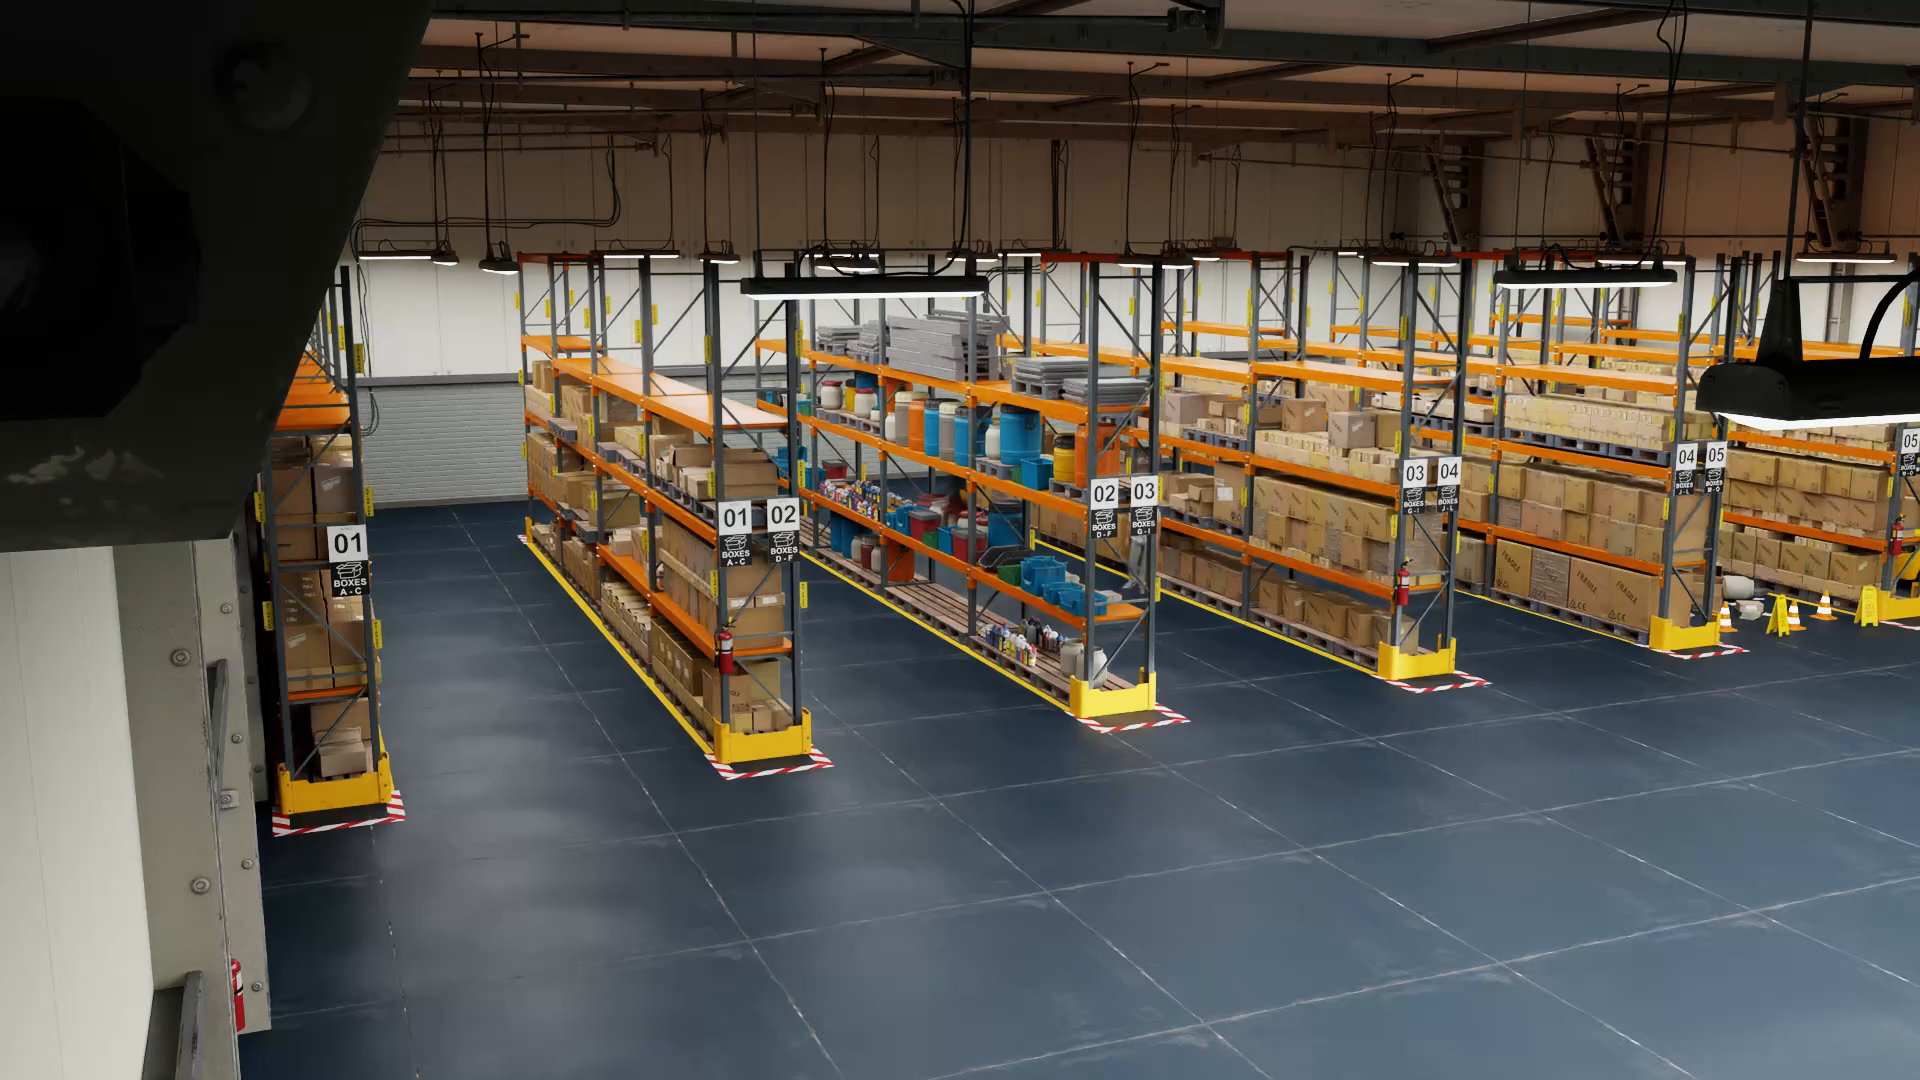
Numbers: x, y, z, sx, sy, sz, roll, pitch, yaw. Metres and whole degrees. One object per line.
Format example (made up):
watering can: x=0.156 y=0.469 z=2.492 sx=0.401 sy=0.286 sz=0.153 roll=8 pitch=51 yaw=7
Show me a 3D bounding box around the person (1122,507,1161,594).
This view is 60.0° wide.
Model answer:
person: x=3.117 y=0.026 z=28.487 sx=0.642 sy=1.788 sz=0.486 roll=1 pitch=10 yaw=6
